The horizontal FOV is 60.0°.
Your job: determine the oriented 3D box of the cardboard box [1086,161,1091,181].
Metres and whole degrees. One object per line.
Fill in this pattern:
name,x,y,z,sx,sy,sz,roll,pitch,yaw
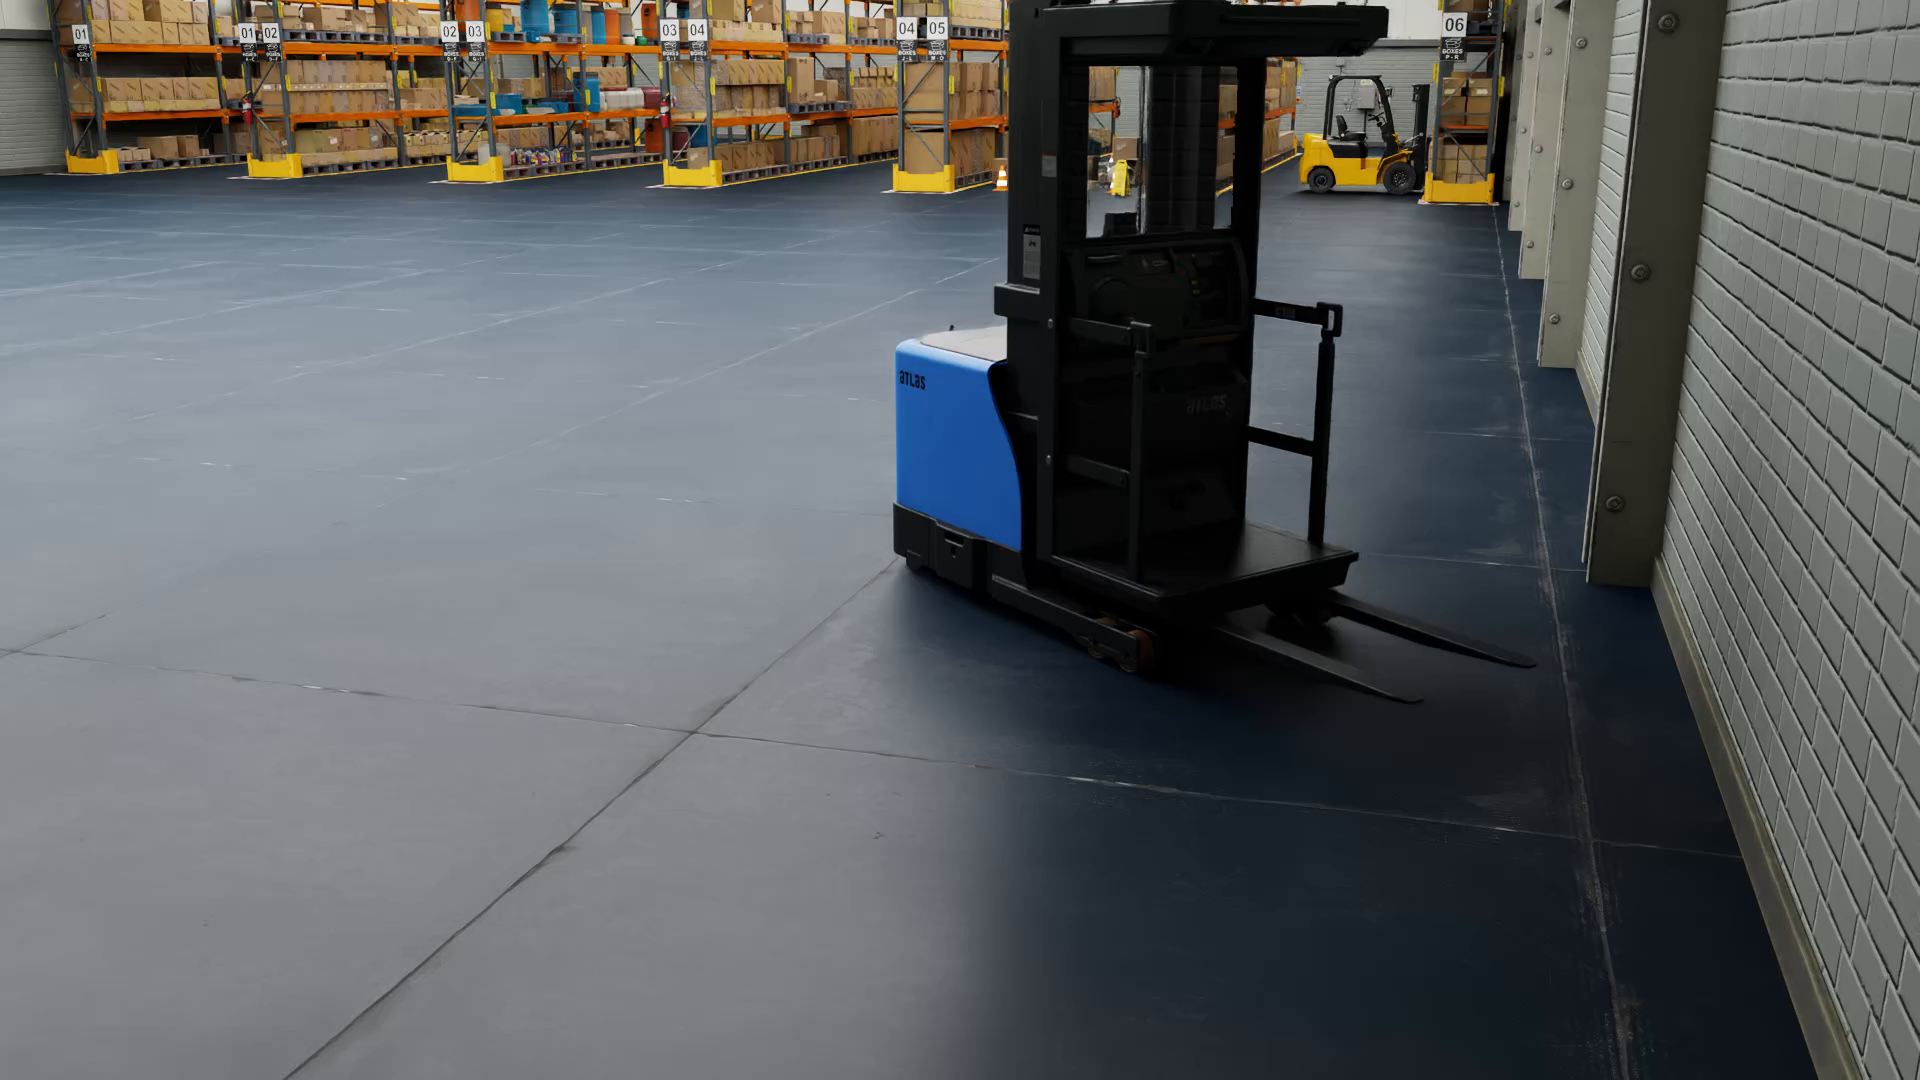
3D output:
cardboard box,2.154,-7.292,33.115,0.797,0.503,0.637,-7,17,-23

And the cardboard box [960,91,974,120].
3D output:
cardboard box,-0.216,-8.649,33.052,0.875,0.550,0.550,5,16,16

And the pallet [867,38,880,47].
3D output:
pallet,-2.699,-12.516,41.808,1.003,0.211,1.213,5,17,18

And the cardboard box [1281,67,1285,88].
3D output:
cardboard box,7.860,-11.611,41.754,0.500,0.500,0.500,5,17,16

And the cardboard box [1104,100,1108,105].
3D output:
cardboard box,3.819,-11.955,45.441,0.380,0.149,0.250,5,17,17

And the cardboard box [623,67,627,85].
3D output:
cardboard box,-10.232,-13.952,50.006,0.500,0.500,0.500,4,16,15

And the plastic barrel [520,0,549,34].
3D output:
plastic barrel,-9.417,-11.670,36.792,0.600,0.901,0.708,5,16,16

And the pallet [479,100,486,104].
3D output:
pallet,-12.518,-11.558,43.933,1.213,0.211,1.003,5,16,16

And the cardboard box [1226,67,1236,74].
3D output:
cardboard box,5.691,-9.684,34.289,0.380,0.149,0.250,5,16,16

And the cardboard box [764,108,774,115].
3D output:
cardboard box,-4.235,-9.253,35.914,0.380,0.149,0.250,5,16,16

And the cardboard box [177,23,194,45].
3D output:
cardboard box,-18.593,-12.022,39.502,0.500,0.500,0.500,3,16,11

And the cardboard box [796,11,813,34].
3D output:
cardboard box,-3.787,-11.709,37.656,0.797,0.503,0.637,5,17,18

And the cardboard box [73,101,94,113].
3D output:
cardboard box,-19.720,-9.833,37.736,0.500,0.250,0.500,5,17,17

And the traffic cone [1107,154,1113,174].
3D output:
traffic cone,3.352,-8.249,36.565,0.336,0.463,0.334,5,16,16

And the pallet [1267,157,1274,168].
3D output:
pallet,7.000,-9.107,40.050,1.003,0.211,1.213,5,16,16

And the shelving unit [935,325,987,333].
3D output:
shelving unit,0.011,-0.521,8.241,0.215,1.050,0.252,5,17,17

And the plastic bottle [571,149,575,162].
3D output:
plastic bottle,-8.852,-8.789,37.992,0.061,0.283,0.133,5,17,19

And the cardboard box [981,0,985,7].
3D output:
cardboard box,0.286,-10.746,33.269,0.380,0.149,0.250,4,16,15

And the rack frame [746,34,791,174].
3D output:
rack frame,-4.283,-9.652,36.861,1.000,3.000,0.127,5,16,16

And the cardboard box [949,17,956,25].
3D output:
cardboard box,-0.288,-9.832,31.505,0.380,0.149,0.250,5,17,16

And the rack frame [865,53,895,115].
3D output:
rack frame,-2.009,-11.745,44.240,1.000,3.000,0.127,5,16,16

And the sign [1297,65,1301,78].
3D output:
sign,9.145,-12.648,44.869,0.100,0.325,0.005,5,16,16

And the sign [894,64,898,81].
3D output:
sign,-1.209,-8.911,31.693,0.100,0.325,0.005,5,16,16

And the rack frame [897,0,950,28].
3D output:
rack frame,-0.693,-11.081,30.904,1.000,3.000,0.127,5,16,16

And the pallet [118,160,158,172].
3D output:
pallet,-19.380,-8.646,38.425,1.003,0.211,1.213,5,16,16

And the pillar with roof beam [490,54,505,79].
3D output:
pillar with roof beam,-11.054,-17.270,52.724,9.100,9.000,0.400,5,16,16

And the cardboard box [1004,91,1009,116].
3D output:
cardboard box,0.851,-9.406,35.810,0.500,0.500,0.500,5,17,16

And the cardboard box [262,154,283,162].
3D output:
cardboard box,-15.047,-8.417,36.777,0.500,0.250,0.500,5,16,16

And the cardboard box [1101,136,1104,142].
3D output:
cardboard box,3.697,-10.921,45.246,0.380,0.149,0.250,5,17,17

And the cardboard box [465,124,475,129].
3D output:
cardboard box,-15.365,-12.621,51.142,0.700,0.500,0.500,5,16,16

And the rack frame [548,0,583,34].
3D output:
rack frame,-9.032,-12.922,37.397,1.000,3.000,0.127,5,16,16

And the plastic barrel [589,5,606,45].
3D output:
plastic barrel,-8.723,-12.212,39.473,0.600,0.901,0.708,5,16,16

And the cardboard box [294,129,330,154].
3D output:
cardboard box,-14.410,-8.869,36.995,0.500,0.500,0.500,5,16,16

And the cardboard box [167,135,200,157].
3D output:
cardboard box,-18.787,-9.539,40.237,0.500,0.500,0.500,3,16,12

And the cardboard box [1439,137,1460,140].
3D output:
cardboard box,9.540,-7.758,32.619,0.500,0.250,0.500,4,16,15

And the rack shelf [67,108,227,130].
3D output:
rack shelf,-19.098,-9.935,39.177,1.077,0.370,4.000,5,16,16

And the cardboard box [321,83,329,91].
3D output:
cardboard box,-14.307,-10.091,37.037,0.380,0.149,0.250,4,16,14

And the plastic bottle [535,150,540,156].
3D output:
plastic bottle,-9.584,-8.709,37.730,0.097,0.271,0.097,0,16,0

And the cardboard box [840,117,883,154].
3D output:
cardboard box,-2.669,-10.290,42.234,1.225,0.875,0.875,5,16,16

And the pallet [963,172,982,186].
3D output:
pallet,-0.192,-7.386,33.984,1.003,0.211,1.213,5,16,16

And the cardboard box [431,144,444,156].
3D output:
cardboard box,-13.136,-9.656,41.145,0.500,0.250,0.500,4,16,14

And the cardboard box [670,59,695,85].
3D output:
cardboard box,-5.500,-9.441,33.556,0.500,0.500,0.500,5,16,16

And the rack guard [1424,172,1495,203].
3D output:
rack guard,8.835,-6.244,29.428,1.175,0.500,0.348,5,16,16

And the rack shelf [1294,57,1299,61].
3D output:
rack shelf,8.060,-12.597,43.065,1.077,0.370,4.000,5,16,16

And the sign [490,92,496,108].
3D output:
sign,-9.642,-9.079,34.334,0.100,0.325,0.005,5,16,16

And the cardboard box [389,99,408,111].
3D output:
cardboard box,-13.682,-10.481,40.060,0.500,0.250,0.500,6,17,19

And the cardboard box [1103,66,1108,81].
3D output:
cardboard box,3.679,-12.644,44.850,0.500,0.500,0.500,6,17,19

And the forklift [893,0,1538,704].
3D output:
forklift,0.935,-1.040,6.625,1.130,2.935,3.031,-11,19,-33

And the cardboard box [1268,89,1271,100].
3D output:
cardboard box,7.038,-10.476,39.126,0.500,0.250,0.500,5,16,16

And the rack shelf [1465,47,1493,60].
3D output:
rack shelf,10.547,-10.120,34.332,1.077,0.370,4.000,5,16,16

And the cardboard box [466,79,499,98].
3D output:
cardboard box,-12.572,-11.891,43.803,0.700,0.500,0.500,-1,16,-3
